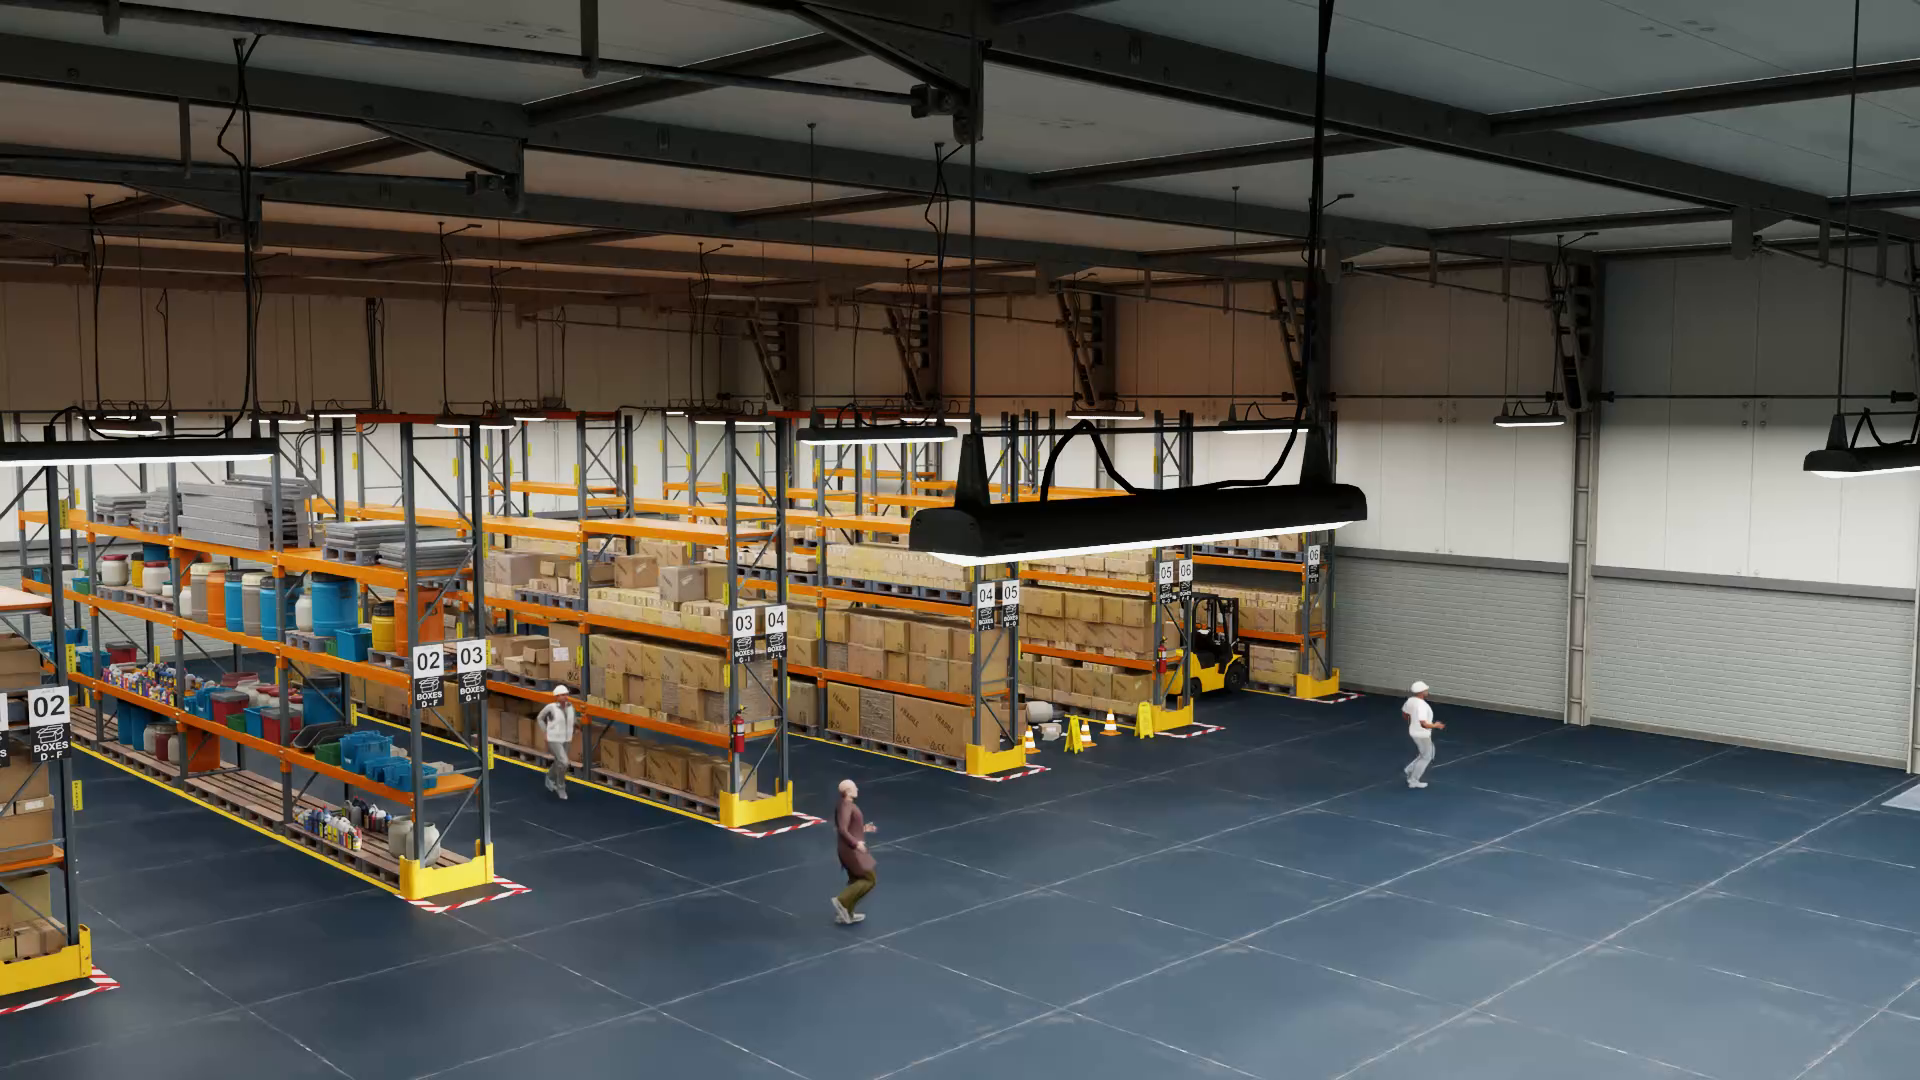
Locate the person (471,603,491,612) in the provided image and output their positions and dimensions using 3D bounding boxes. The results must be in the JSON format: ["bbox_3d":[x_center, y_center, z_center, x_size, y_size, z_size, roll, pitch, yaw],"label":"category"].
[{"bbox_3d":[-11.546,2.043,40.108,0.630,1.684,0.762,3,6,34],"label":"person"}]

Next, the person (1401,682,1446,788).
[{"bbox_3d":[7.483,3.132,26.819,0.582,1.721,0.688,0,5,-1],"label":"person"}]

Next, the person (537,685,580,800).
[{"bbox_3d":[-6.323,3.183,26.290,0.847,1.811,0.574,4,6,35],"label":"person"}]

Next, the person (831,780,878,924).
[{"bbox_3d":[-1.249,3.727,19.928,0.645,1.731,0.687,-2,5,-18],"label":"person"}]

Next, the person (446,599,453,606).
[{"bbox_3d":[-11.977,2.170,38.856,0.617,1.581,0.576,-1,5,-6],"label":"person"}]
